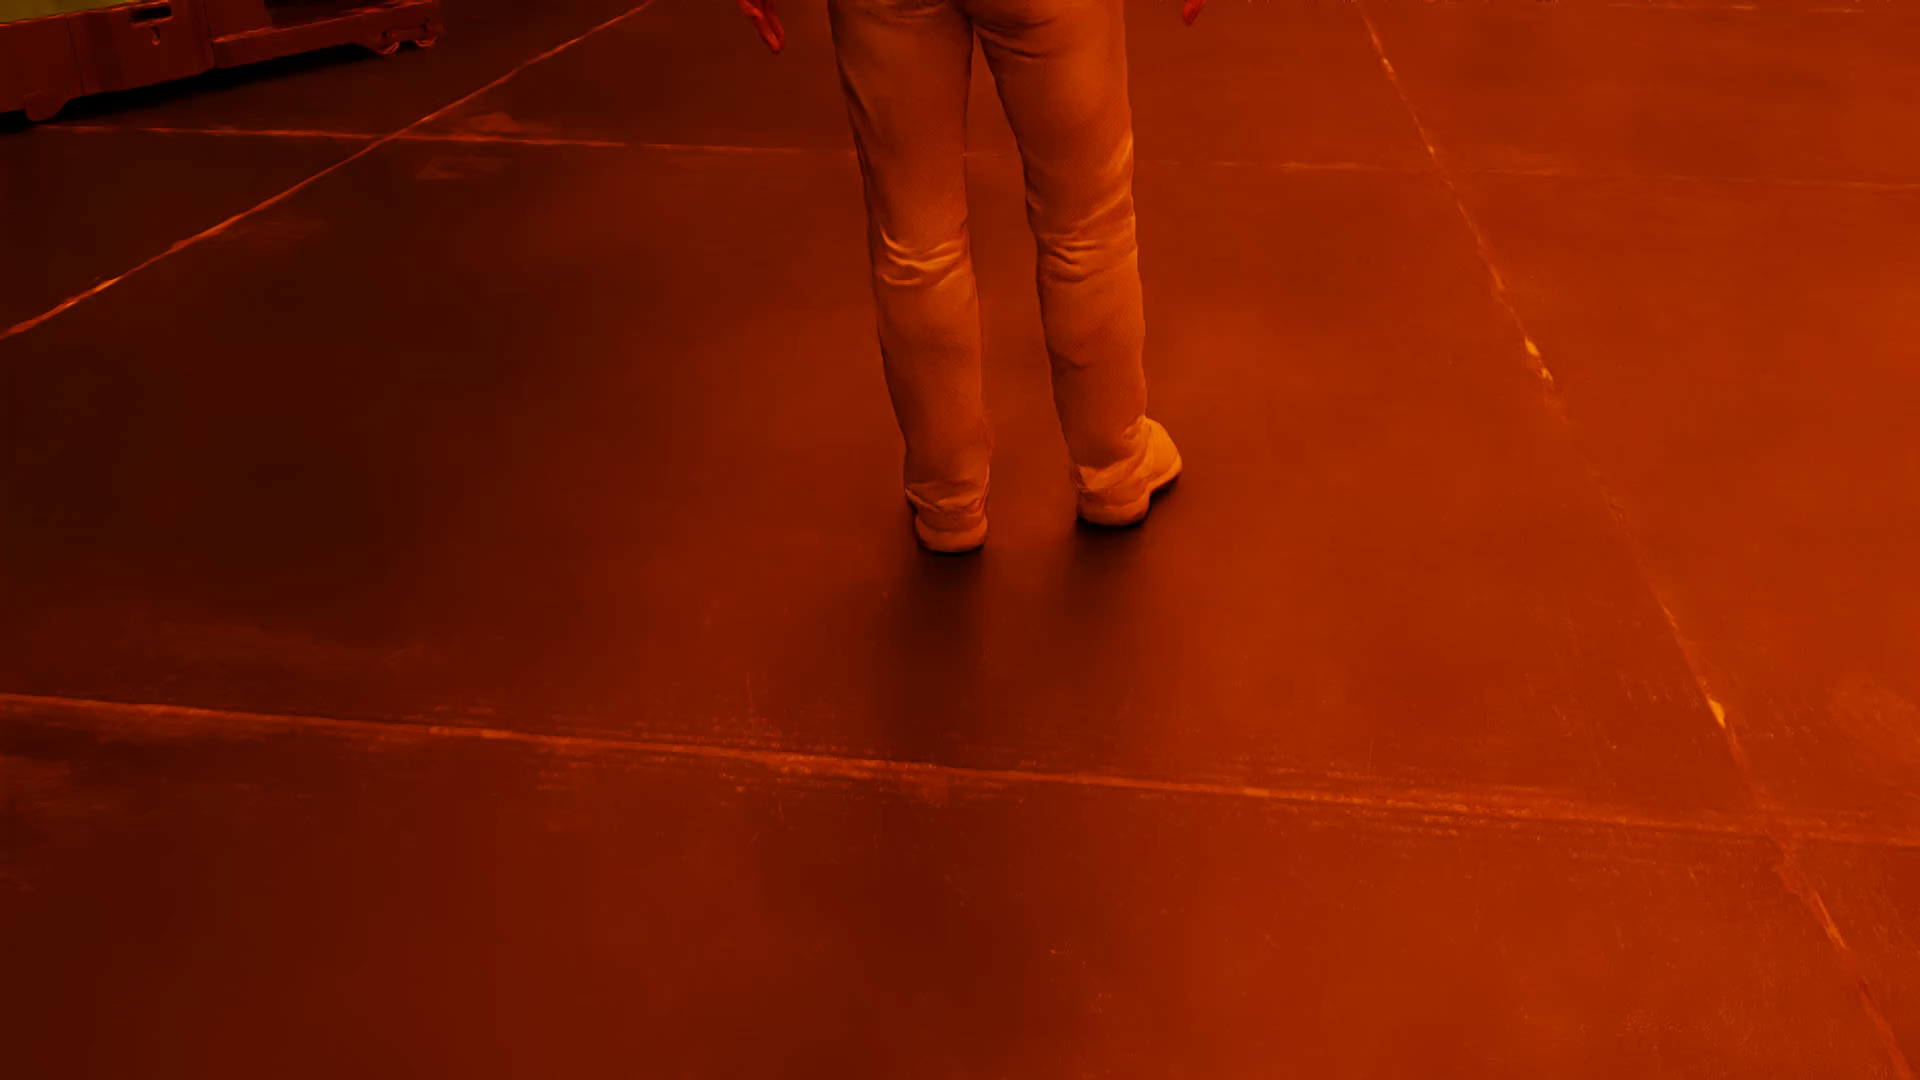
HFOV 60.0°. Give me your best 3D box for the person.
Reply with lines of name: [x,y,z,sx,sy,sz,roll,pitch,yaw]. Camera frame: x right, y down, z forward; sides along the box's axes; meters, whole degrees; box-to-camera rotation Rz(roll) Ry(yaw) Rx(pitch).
person: [0.014,-0.827,2.164,0.665,1.766,0.576,3,27,7]

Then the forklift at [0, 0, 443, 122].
forklift: [-2.586,-3.147,5.525,1.130,2.935,3.031,13,29,24]
